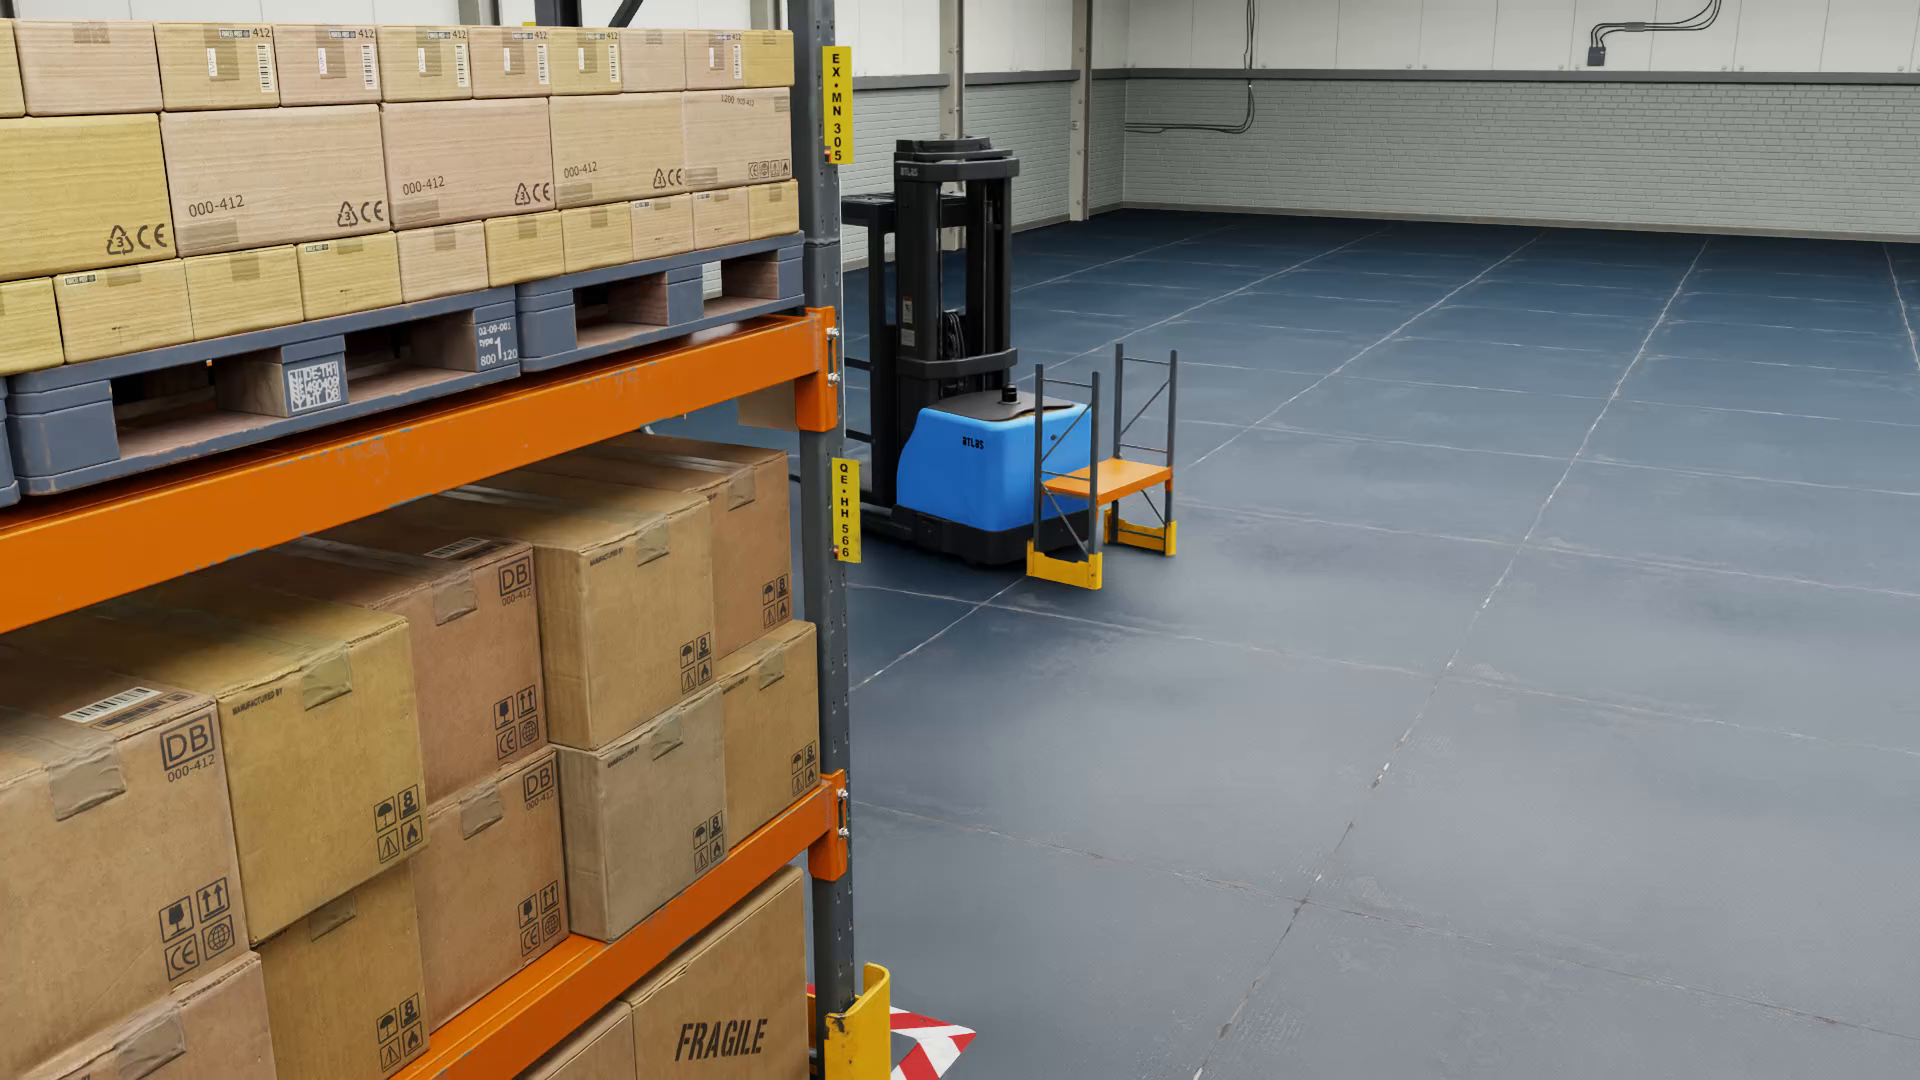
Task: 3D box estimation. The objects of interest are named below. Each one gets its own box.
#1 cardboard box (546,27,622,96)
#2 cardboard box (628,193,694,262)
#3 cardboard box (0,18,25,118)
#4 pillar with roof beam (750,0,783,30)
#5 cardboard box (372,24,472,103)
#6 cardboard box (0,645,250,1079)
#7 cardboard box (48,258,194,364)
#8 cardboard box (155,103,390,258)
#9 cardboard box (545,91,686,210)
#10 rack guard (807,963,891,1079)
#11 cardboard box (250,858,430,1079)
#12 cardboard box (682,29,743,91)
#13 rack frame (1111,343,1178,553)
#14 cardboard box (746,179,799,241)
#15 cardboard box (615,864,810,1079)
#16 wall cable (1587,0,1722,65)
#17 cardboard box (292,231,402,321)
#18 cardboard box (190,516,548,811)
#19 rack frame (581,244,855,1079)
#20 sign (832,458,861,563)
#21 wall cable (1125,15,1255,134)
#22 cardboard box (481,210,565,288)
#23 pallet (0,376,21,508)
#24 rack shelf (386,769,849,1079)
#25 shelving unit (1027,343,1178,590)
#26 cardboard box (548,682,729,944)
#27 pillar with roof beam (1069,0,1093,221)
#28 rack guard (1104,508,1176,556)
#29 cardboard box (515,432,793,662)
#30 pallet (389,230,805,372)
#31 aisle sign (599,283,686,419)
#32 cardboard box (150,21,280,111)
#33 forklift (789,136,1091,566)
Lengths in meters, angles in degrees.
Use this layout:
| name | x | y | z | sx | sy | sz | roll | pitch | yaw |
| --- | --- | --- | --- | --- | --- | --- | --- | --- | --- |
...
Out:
| name | x | y | z | sx | sy | sz | roll | pitch | yaw |
| --- | --- | --- | --- | --- | --- | --- | --- | --- | --- |
| cardboard box | -1.020 | -1.119 | 3.883 | 0.380 | 0.149 | 0.250 | 8 | 19 | 26 |
| cardboard box | -0.904 | -0.803 | 4.221 | 0.380 | 0.149 | 0.250 | 8 | 18 | 26 |
| cardboard box | -1.698 | -0.734 | 2.585 | 0.380 | 0.149 | 0.250 | 8 | 18 | 26 |
| pillar with roof beam | 1.030 | -7.579 | 22.237 | 9.100 | 9.000 | 0.400 | 8 | 18 | 25 |
| cardboard box | -1.247 | -0.990 | 3.449 | 0.380 | 0.149 | 0.250 | 8 | 18 | 25 |
| cardboard box | -1.917 | 0.571 | 3.174 | 0.875 | 0.550 | 0.550 | 8 | 18 | 25 |
| cardboard box | -1.585 | -0.416 | 2.917 | 0.380 | 0.149 | 0.250 | 8 | 18 | 25 |
| cardboard box | -1.475 | -0.708 | 3.200 | 0.500 | 0.250 | 0.500 | 8 | 18 | 26 |
| cardboard box | -1.025 | -0.964 | 4.062 | 0.500 | 0.250 | 0.500 | 8 | 18 | 25 |
| rack guard | -0.821 | 1.698 | 5.929 | 1.175 | 0.500 | 0.348 | 8 | 18 | 25 |
| cardboard box | -1.745 | 0.944 | 3.814 | 0.875 | 0.550 | 0.500 | 8 | 18 | 25 |
| cardboard box | -0.791 | -1.251 | 4.326 | 0.380 | 0.149 | 0.250 | 8 | 18 | 26 |
| rack frame | 1.338 | -0.664 | 12.127 | 0.500 | 1.500 | 0.032 | 12 | 21 | 36 |
| cardboard box | -0.677 | -0.933 | 4.657 | 0.380 | 0.149 | 0.250 | 8 | 18 | 25 |
| cardboard box | -1.075 | 1.504 | 5.185 | 0.875 | 0.875 | 0.875 | 8 | 18 | 26 |
| wall cable | 13.526 | -12.184 | 31.767 | 2.305 | 6.003 | 0.169 | 8 | 18 | 25 |
| cardboard box | -1.359 | -0.545 | 3.349 | 0.380 | 0.149 | 0.250 | 8 | 18 | 26 |
| cardboard box | -1.567 | 0.283 | 4.143 | 0.875 | 0.550 | 0.550 | 8 | 18 | 25 |
| rack frame | -0.832 | 0.506 | 5.553 | 1.000 | 3.000 | 0.127 | 8 | 18 | 25 |
| sign | -0.352 | -0.090 | 5.110 | 0.100 | 0.325 | 0.005 | 8 | 18 | 25 |
| wall cable | 5.040 | -10.277 | 36.774 | 3.097 | 2.526 | 0.112 | 8 | 18 | 25 |
| cardboard box | -1.132 | -0.674 | 3.784 | 0.380 | 0.149 | 0.250 | 8 | 18 | 25 |
| pallet | -2.244 | -0.078 | 2.405 | 1.003 | 0.211 | 1.213 | 8 | 18 | 25 |
| rack shelf | -1.725 | 1.360 | 3.940 | 1.077 | 0.370 | 4.000 | 8 | 18 | 25 |
| shelving unit | 1.024 | -0.547 | 11.733 | 0.587 | 1.500 | 1.083 | 12 | 21 | 36 |
| cardboard box | -1.183 | 0.677 | 4.713 | 0.875 | 0.550 | 0.550 | 8 | 18 | 25 |
| pillar with roof beam | 6.392 | -10.636 | 32.528 | 9.100 | 9.000 | 0.400 | 8 | 18 | 25 |
| rack guard | 1.326 | -0.061 | 12.290 | 0.587 | 0.250 | 0.087 | 12 | 21 | 36 |
| cardboard box | -1.032 | 0.006 | 5.076 | 0.875 | 0.550 | 0.550 | 8 | 18 | 25 |
| pallet | -1.154 | -0.699 | 4.497 | 1.003 | 0.211 | 1.213 | 8 | 18 | 25 |
| aisle sign | -1.068 | -0.796 | 5.372 | 0.394 | 0.787 | 0.004 | 8 | 18 | 25 |
| cardboard box | -1.472 | -0.861 | 3.015 | 0.380 | 0.149 | 0.250 | 8 | 18 | 25 |
| forklift | -0.400 | -1.568 | 12.654 | 1.130 | 2.935 | 3.031 | -15 | 22 | -40 |
